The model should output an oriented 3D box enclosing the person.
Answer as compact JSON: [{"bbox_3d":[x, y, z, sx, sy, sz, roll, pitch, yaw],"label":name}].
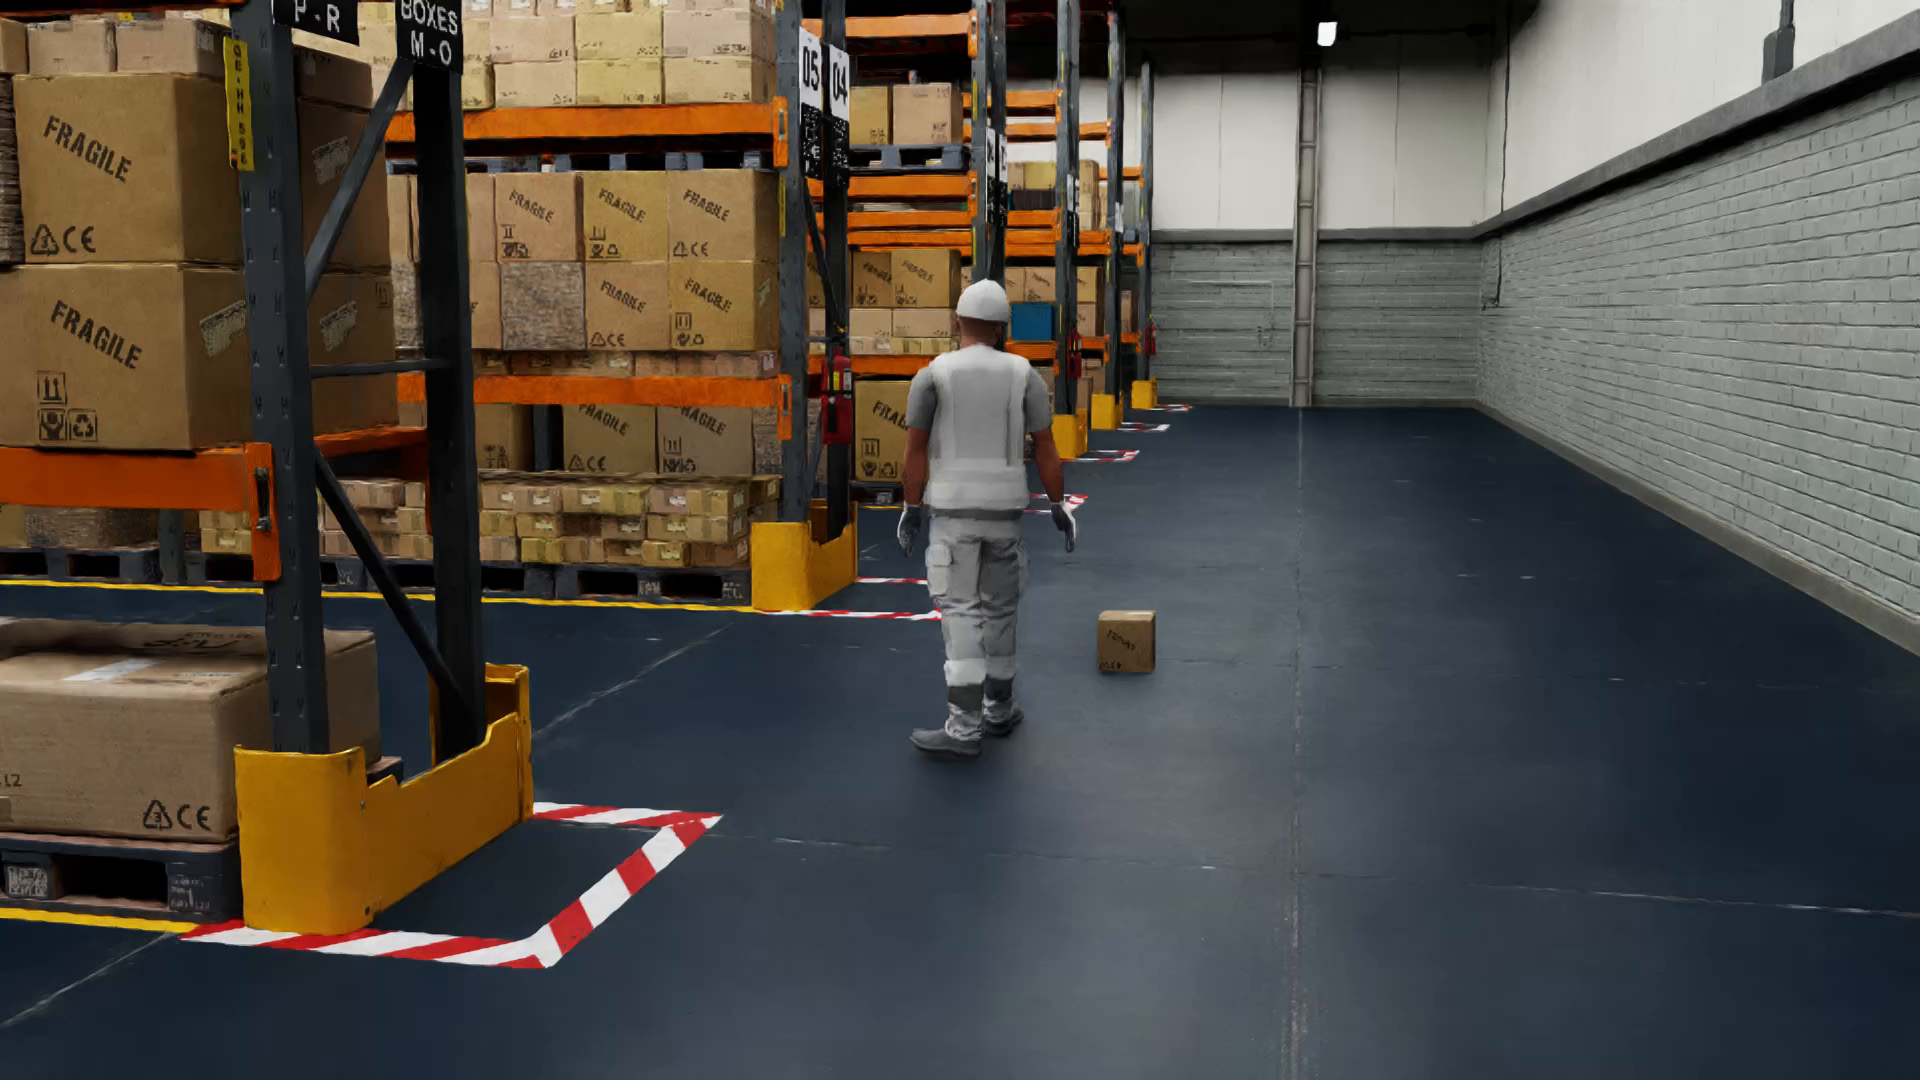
[{"bbox_3d":[0.098,-0.100,6.406,0.693,1.789,0.639,-2,8,-13],"label":"person"}]
